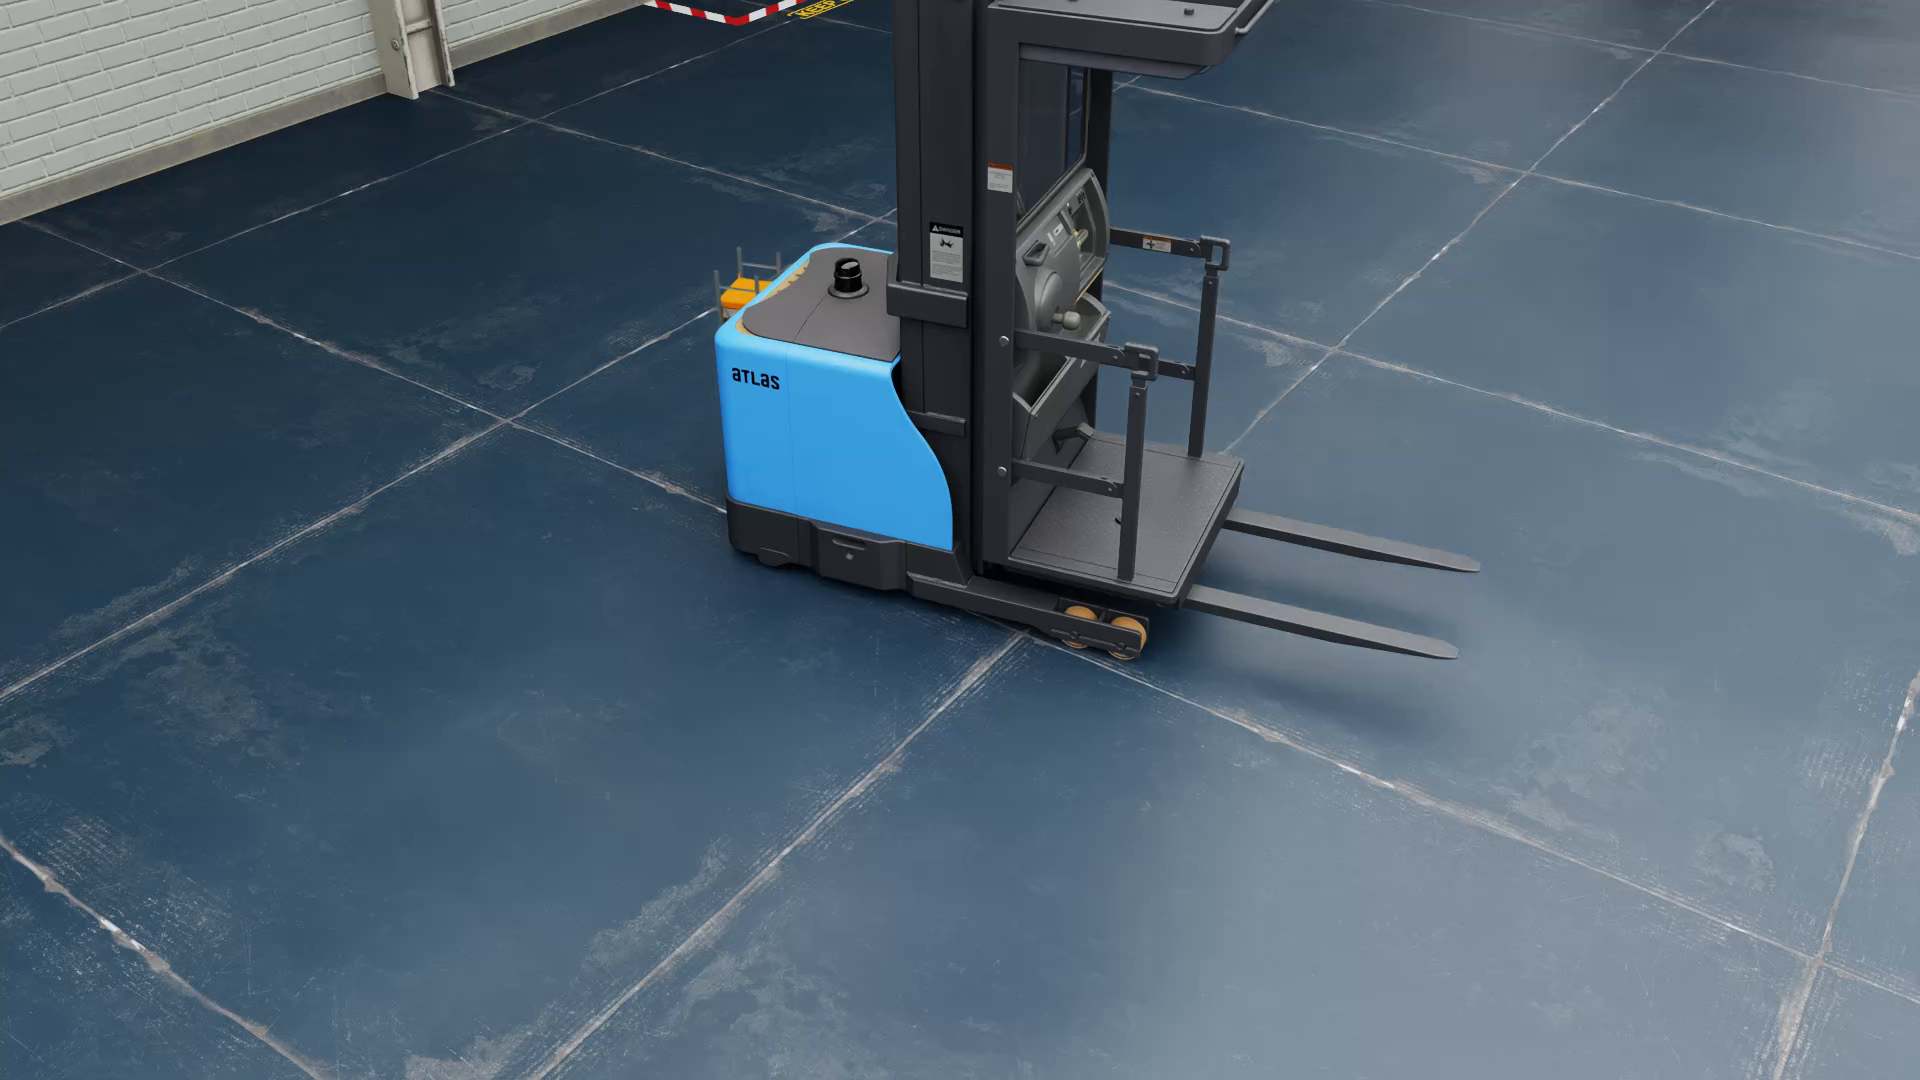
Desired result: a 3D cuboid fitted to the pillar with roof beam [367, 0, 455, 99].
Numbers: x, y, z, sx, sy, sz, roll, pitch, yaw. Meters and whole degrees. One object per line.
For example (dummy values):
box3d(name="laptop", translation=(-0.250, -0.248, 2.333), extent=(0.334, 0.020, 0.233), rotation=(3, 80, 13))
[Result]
box3d(name="pillar with roof beam", translation=(-0.399, -5.650, 7.572), extent=(9.100, 9.000, 0.400), rotation=(21, 39, 28))

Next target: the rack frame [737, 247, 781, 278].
box3d(name="rack frame", translation=(-0.878, -0.827, 7.534), extent=(0.200, 1.050, 0.008), rotation=(10, 35, 14))

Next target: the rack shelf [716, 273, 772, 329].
box3d(name="rack shelf", translation=(-0.913, -0.987, 7.284), extent=(0.215, 0.259, 0.240), rotation=(10, 35, 14))

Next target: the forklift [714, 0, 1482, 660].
box3d(name="forklift", translation=(0.578, -1.082, 6.233), extent=(3.031, 2.935, 1.130), rotation=(13, 36, 18))

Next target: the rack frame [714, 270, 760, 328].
box3d(name="rack frame", translation=(-0.948, -0.695, 7.341), extent=(0.200, 1.050, 0.008), rotation=(10, 35, 14))

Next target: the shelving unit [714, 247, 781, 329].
box3d(name="shelving unit", translation=(-0.913, -0.761, 7.438), extent=(0.215, 1.050, 0.252), rotation=(10, 35, 14))
